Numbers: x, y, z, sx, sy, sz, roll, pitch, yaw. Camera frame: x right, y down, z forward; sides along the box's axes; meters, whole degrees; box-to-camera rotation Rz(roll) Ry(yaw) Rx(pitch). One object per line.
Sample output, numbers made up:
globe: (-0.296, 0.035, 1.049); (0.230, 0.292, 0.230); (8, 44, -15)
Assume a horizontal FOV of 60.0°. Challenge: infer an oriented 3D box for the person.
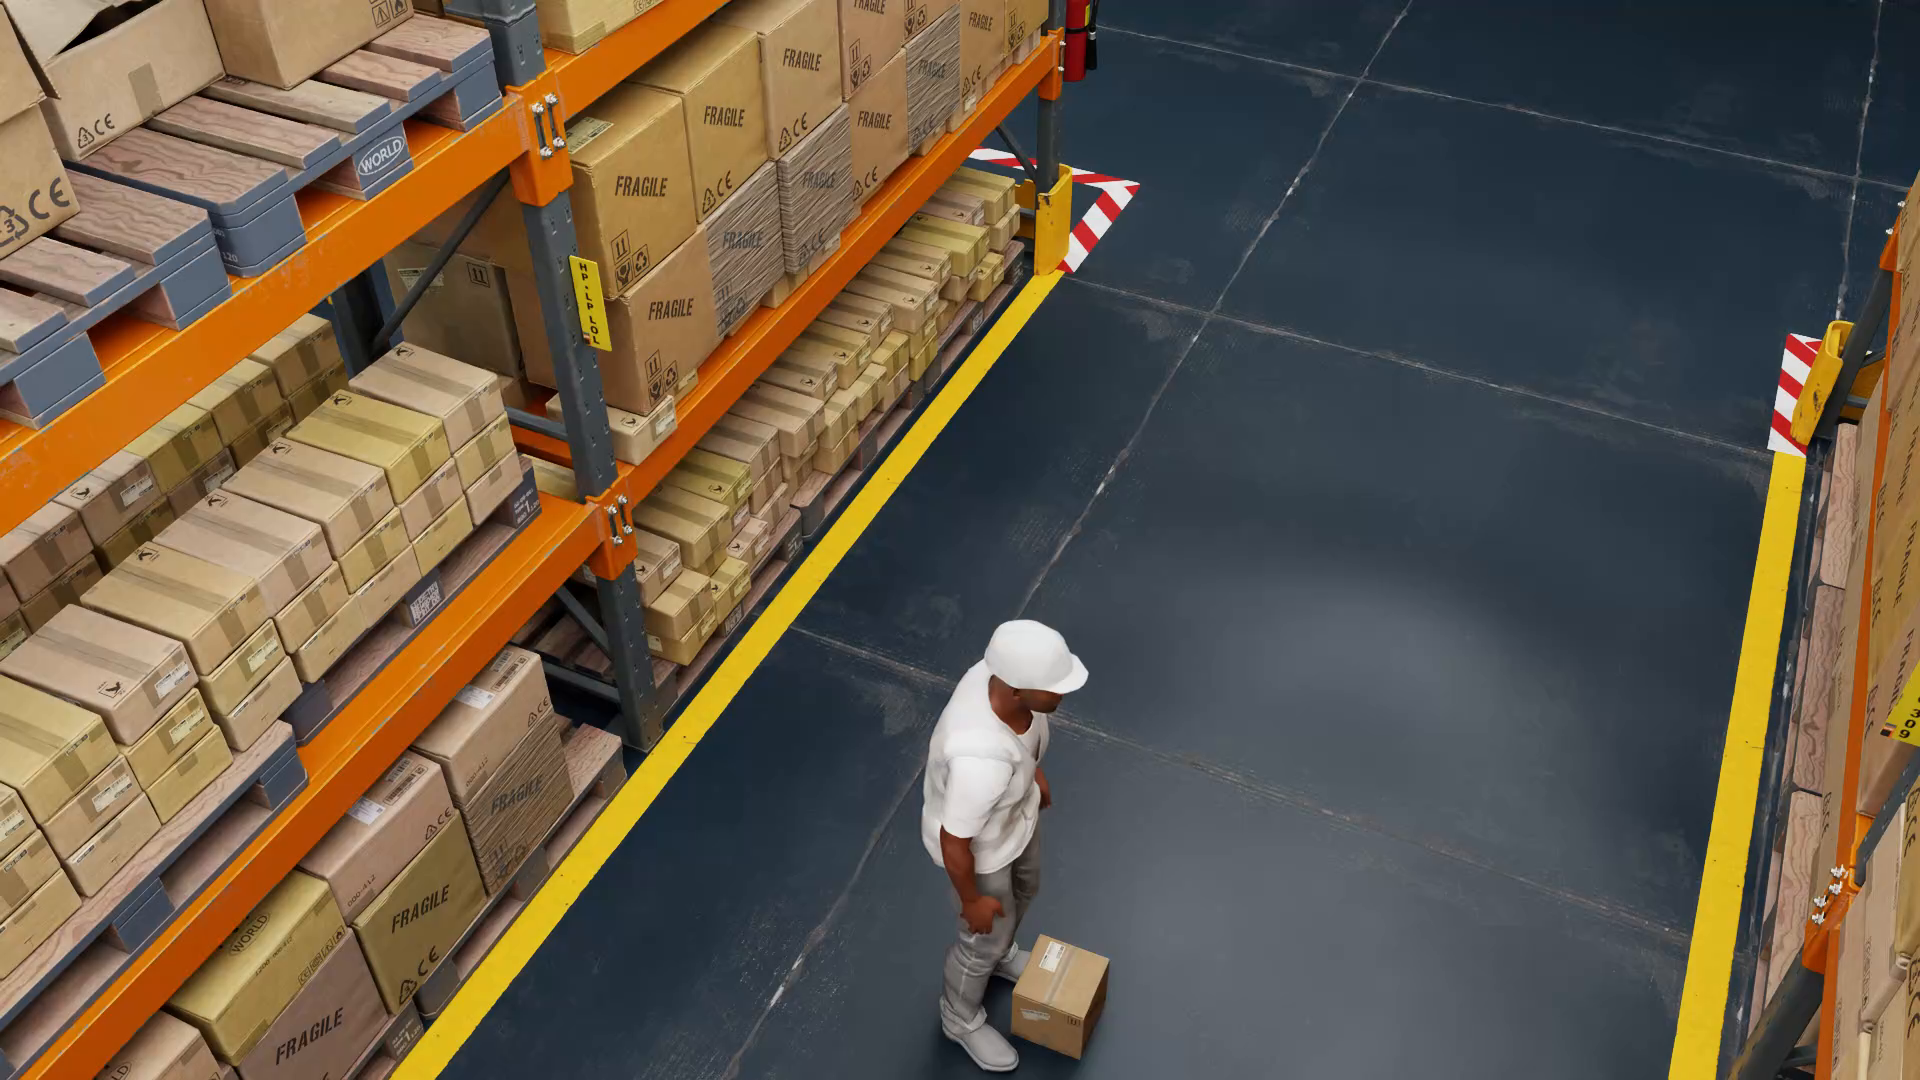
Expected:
person: (0.127, 0.901, 5.139); (0.456, 1.756, 0.635); (15, 44, 16)
